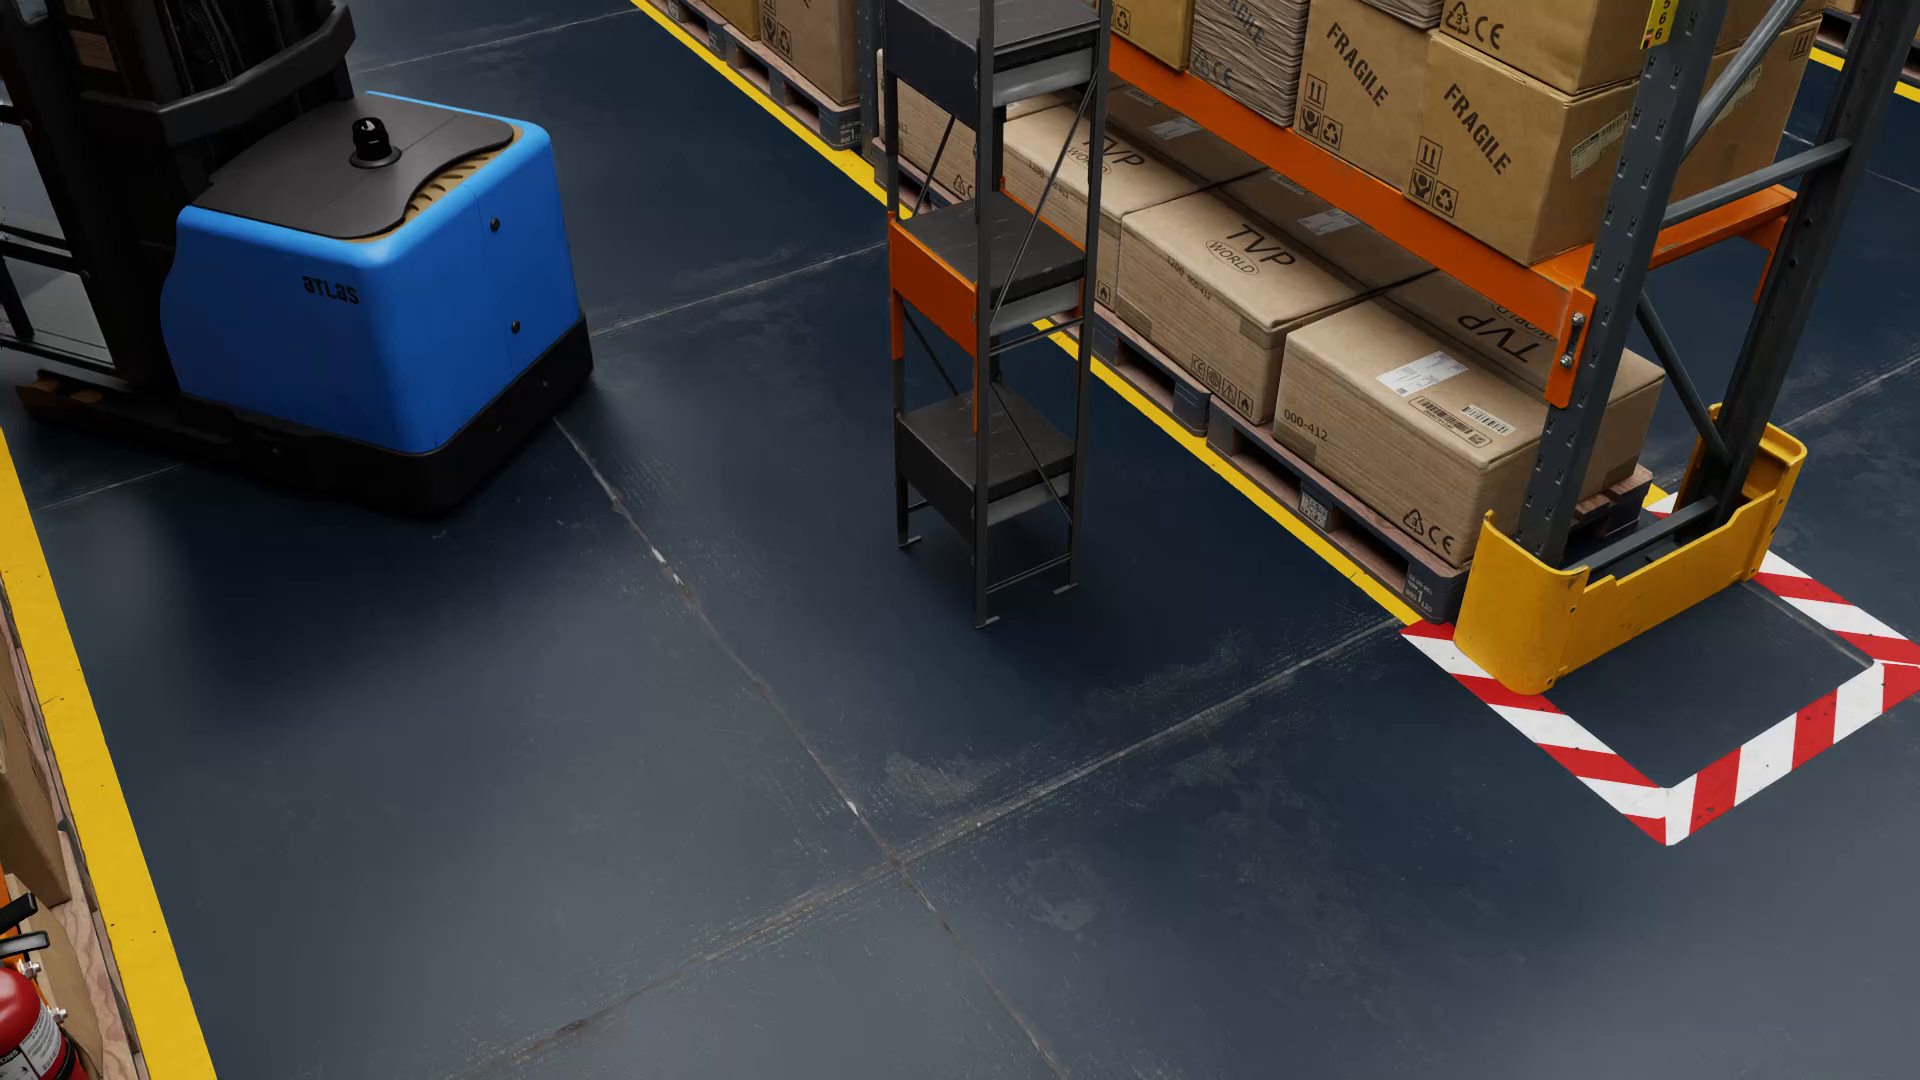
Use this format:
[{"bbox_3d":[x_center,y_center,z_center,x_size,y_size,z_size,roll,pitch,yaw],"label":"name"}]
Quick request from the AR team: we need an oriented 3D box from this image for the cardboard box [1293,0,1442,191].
[{"bbox_3d":[1.396,-1.442,5.059,0.500,0.500,0.500,-23,45,-25],"label":"cardboard box"}]

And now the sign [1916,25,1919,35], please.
[{"bbox_3d":[2.607,-1.509,4.479,0.100,0.325,0.005,-22,45,-24],"label":"sign"}]

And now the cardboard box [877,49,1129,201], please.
[{"bbox_3d":[0.232,-1.918,7.382,0.875,0.438,0.875,-23,45,-25],"label":"cardboard box"}]

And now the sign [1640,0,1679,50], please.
[{"bbox_3d":[1.671,-1.314,3.895,0.100,0.325,0.005,-22,45,-24],"label":"sign"}]

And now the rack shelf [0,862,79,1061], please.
[{"bbox_3d":[-3.123,-0.050,4.029,1.077,0.370,4.000,-22,45,-24],"label":"rack shelf"}]

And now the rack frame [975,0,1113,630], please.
[{"bbox_3d":[0.220,-0.586,4.813,0.400,2.100,0.015,-22,45,-24],"label":"rack frame"}]

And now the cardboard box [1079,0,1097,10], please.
[{"bbox_3d":[0.546,-2.268,6.051,0.500,0.500,0.500,-22,45,-24],"label":"cardboard box"}]

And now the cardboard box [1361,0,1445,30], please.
[{"bbox_3d":[1.370,-1.831,4.745,0.500,0.500,0.500,-22,45,-24],"label":"cardboard box"}]

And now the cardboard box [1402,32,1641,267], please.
[{"bbox_3d":[1.653,-1.166,4.728,0.500,0.500,0.500,-22,45,-24],"label":"cardboard box"}]

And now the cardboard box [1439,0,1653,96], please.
[{"bbox_3d":[1.676,-1.559,4.418,0.500,0.500,0.500,-21,44,-23],"label":"cardboard box"}]

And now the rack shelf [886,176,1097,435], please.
[{"bbox_3d":[0.089,-0.707,4.979,0.431,0.518,0.480,-22,45,-24],"label":"rack shelf"}]

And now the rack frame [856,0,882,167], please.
[{"bbox_3d":[-0.015,-3.117,7.147,1.000,3.000,0.127,-22,45,-24],"label":"rack frame"}]

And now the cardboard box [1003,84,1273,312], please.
[{"bbox_3d":[0.714,-1.435,6.803,0.875,0.438,0.875,-24,45,-26],"label":"cardboard box"}]

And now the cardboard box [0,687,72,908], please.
[{"bbox_3d":[-2.723,0.714,4.174,0.700,0.500,0.500,-20,44,-23],"label":"cardboard box"}]

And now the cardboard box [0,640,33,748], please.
[{"bbox_3d":[-2.923,0.394,4.558,0.500,0.500,0.500,-21,44,-24],"label":"cardboard box"}]

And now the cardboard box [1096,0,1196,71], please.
[{"bbox_3d":[0.823,-1.990,5.717,0.500,0.500,0.500,-21,44,-23],"label":"cardboard box"}]

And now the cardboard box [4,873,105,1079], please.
[{"bbox_3d":[-2.296,1.188,3.604,0.797,0.503,0.637,-24,45,-26],"label":"cardboard box"}]

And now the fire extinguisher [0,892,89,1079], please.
[{"bbox_3d":[-1.579,0.846,2.743,0.296,0.674,0.183,-22,45,-24],"label":"fire extinguisher"}]

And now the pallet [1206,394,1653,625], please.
[{"bbox_3d":[1.640,-0.291,5.935,1.003,0.211,1.213,-22,45,-24],"label":"pallet"}]

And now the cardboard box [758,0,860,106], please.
[{"bbox_3d":[-0.416,-2.769,8.062,0.875,0.875,0.875,-21,44,-23],"label":"cardboard box"}]

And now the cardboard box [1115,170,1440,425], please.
[{"bbox_3d":[1.197,-0.948,6.218,0.875,0.438,0.875,-21,44,-23],"label":"cardboard box"}]

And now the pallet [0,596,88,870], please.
[{"bbox_3d":[-3.170,0.695,4.751,1.003,0.211,1.213,-22,45,-24],"label":"pallet"}]

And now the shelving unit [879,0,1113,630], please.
[{"bbox_3d":[0.089,-0.717,4.971,0.431,2.100,0.503,-22,45,-24],"label":"shelving unit"}]

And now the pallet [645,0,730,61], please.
[{"bbox_3d":[-1.154,-3.095,9.300,1.003,0.211,1.213,-22,45,-24],"label":"pallet"}]

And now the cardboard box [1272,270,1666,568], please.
[{"bbox_3d":[1.697,-0.457,5.628,0.875,0.438,0.875,-24,45,-26],"label":"cardboard box"}]

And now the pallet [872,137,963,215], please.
[{"bbox_3d":[0.328,-1.608,7.515,1.003,0.211,1.213,-22,45,-24],"label":"pallet"}]

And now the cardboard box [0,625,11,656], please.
[{"bbox_3d":[-3.281,0.154,4.847,0.700,0.500,0.500,-24,45,-26],"label":"cardboard box"}]

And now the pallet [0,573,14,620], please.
[{"bbox_3d":[-3.830,0.036,5.542,1.003,0.211,1.213,-22,45,-24],"label":"pallet"}]

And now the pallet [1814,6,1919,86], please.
[{"bbox_3d":[5.155,-2.795,8.939,1.003,0.211,1.213,-22,45,-24],"label":"pallet"}]

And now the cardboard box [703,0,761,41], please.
[{"bbox_3d":[-0.908,-3.254,8.644,0.875,0.875,0.875,-21,44,-23],"label":"cardboard box"}]

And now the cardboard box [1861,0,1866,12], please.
[{"bbox_3d":[4.967,-2.833,8.705,0.380,0.149,0.250,-21,44,-23],"label":"cardboard box"}]

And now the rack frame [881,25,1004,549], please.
[{"bbox_3d":[-0.042,-0.849,5.129,0.400,2.100,0.015,-22,45,-24],"label":"rack frame"}]

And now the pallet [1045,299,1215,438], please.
[{"bbox_3d":[0.988,-0.949,6.724,1.003,0.211,1.213,-22,45,-24],"label":"pallet"}]

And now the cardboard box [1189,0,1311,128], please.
[{"bbox_3d":[1.111,-1.716,5.388,0.500,0.500,0.500,-21,44,-23],"label":"cardboard box"}]

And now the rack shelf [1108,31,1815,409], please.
[{"bbox_3d":[1.060,-1.761,6.082,1.077,0.370,4.000,-22,45,-24],"label":"rack shelf"}]

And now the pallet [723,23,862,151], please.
[{"bbox_3d":[-0.493,-2.436,8.509,1.003,0.211,1.213,-22,45,-24],"label":"pallet"}]

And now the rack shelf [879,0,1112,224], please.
[{"bbox_3d":[0.089,-1.245,4.531,0.431,0.518,0.480,-22,45,-24],"label":"rack shelf"}]

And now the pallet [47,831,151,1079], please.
[{"bbox_3d":[-2.518,1.353,3.962,1.003,0.211,1.213,-22,45,-24],"label":"pallet"}]

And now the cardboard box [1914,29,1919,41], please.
[{"bbox_3d":[5.039,-2.670,8.510,0.380,0.149,0.250,-21,44,-24],"label":"cardboard box"}]

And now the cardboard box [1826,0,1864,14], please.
[{"bbox_3d":[4.761,-2.948,8.844,0.380,0.149,0.250,-23,45,-26],"label":"cardboard box"}]

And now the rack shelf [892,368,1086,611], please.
[{"bbox_3d":[0.089,-0.169,5.427,0.431,0.518,0.480,-22,45,-24],"label":"rack shelf"}]

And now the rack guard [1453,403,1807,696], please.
[{"bbox_3d":[2.149,0.015,5.341,1.175,0.500,0.348,-22,45,-24],"label":"rack guard"}]

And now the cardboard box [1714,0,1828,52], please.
[{"bbox_3d":[2.118,-1.738,4.633,0.500,0.500,0.500,-23,45,-25],"label":"cardboard box"}]

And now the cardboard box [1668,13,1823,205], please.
[{"bbox_3d":[2.120,-1.354,4.954,0.500,0.500,0.500,-23,45,-25],"label":"cardboard box"}]

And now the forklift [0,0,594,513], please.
[{"bbox_3d":[-2.986,-1.826,5.652,3.031,2.935,1.130,15,42,17],"label":"forklift"}]

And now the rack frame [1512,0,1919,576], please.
[{"bbox_3d":[2.136,-0.958,4.556,1.000,3.000,0.127,-22,45,-24],"label":"rack frame"}]
